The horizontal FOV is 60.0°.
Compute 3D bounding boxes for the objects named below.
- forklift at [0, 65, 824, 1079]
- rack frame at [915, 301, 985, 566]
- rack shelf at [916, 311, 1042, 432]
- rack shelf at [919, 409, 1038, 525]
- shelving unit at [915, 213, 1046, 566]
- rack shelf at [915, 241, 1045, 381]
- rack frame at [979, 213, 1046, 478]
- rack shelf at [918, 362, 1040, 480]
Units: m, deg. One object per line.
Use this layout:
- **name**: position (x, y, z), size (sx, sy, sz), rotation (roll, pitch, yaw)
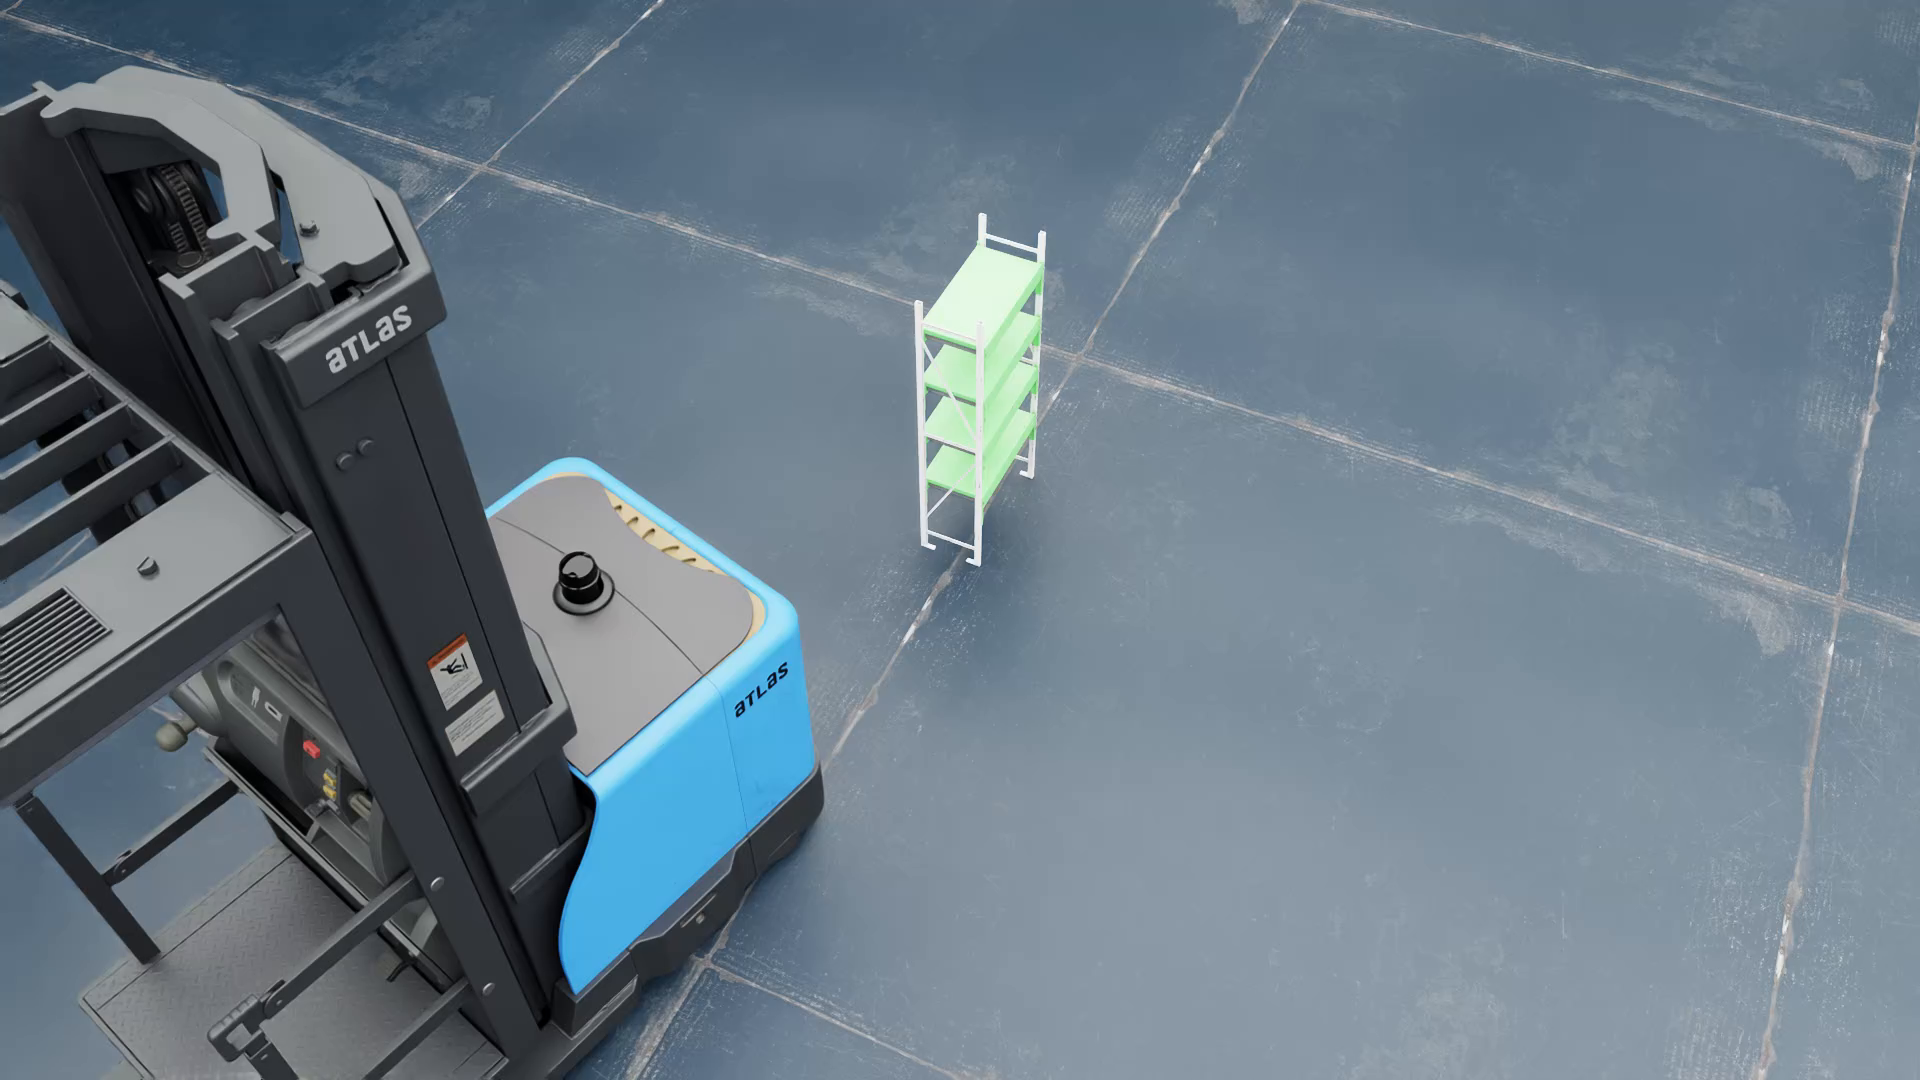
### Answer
- **forklift**: position (-1.778, 0.561, 3.848), size (1.130, 2.935, 3.031), rotation (33, 57, 25)
- **rack frame**: position (-0.034, -0.335, 5.747), size (0.240, 1.200, 0.015), rotation (20, 52, 16)
- **rack shelf**: position (0.071, -0.617, 5.756), size (0.258, 0.148, 0.480), rotation (20, 52, 16)
- **rack shelf**: position (0.071, -0.306, 6.121), size (0.258, 0.148, 0.480), rotation (20, 52, 16)
- **shelving unit**: position (0.071, -0.503, 5.890), size (0.258, 1.200, 0.503), rotation (20, 52, 16)
- **rack shelf**: position (0.071, -0.772, 5.573), size (0.258, 0.148, 0.480), rotation (20, 52, 16)
- **rack frame**: position (0.175, -0.671, 6.033), size (0.240, 1.200, 0.015), rotation (20, 52, 16)
- **rack shelf**: position (0.071, -0.461, 5.939), size (0.258, 0.148, 0.480), rotation (20, 52, 16)
